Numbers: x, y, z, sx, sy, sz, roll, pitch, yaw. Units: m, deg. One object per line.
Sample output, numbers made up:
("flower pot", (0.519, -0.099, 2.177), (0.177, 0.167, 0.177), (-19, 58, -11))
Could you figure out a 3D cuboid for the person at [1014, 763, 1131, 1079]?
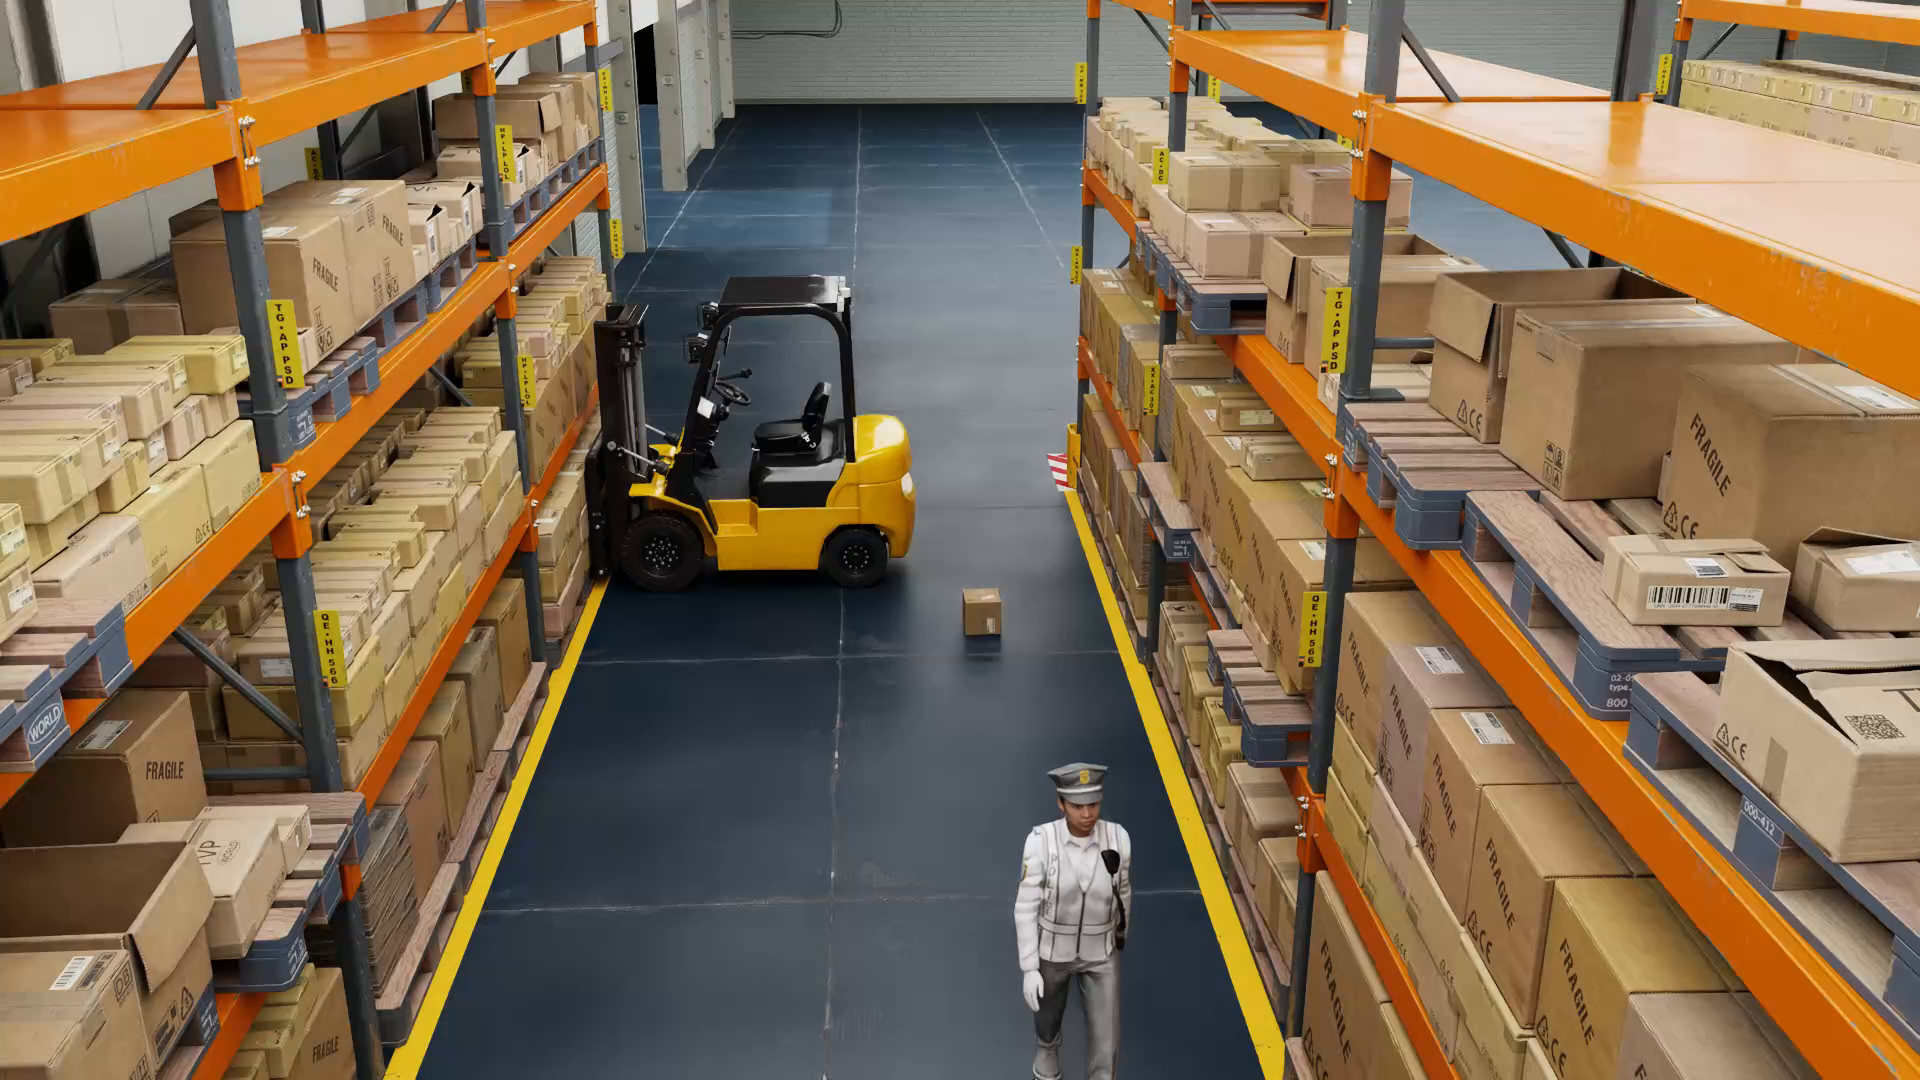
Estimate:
("person", (0.456, 1.647, 6.613), (0.485, 1.637, 0.970), (-1, 21, -2))
